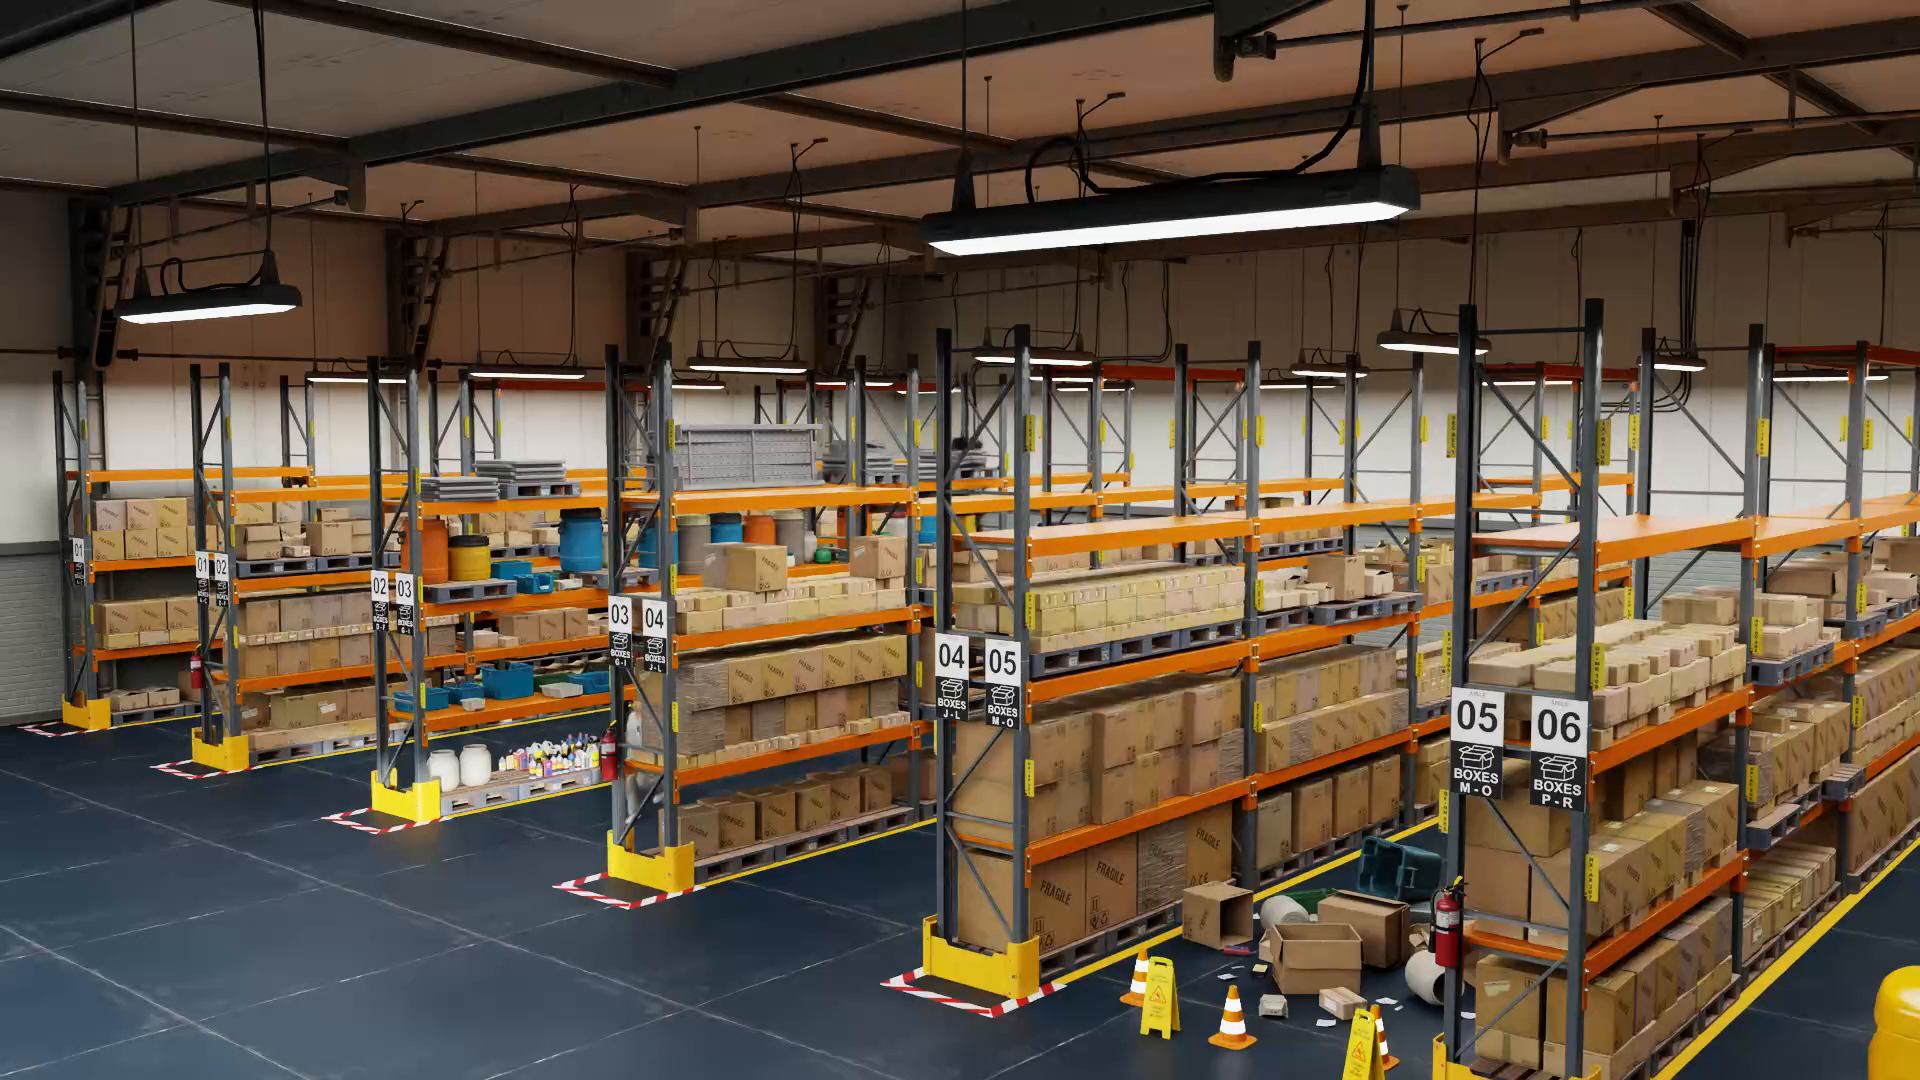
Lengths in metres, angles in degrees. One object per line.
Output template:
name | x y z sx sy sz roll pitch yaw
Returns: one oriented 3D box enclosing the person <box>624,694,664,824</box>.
person | -4.135 2.796 21.596 0.566 1.657 0.804 2 4 22
